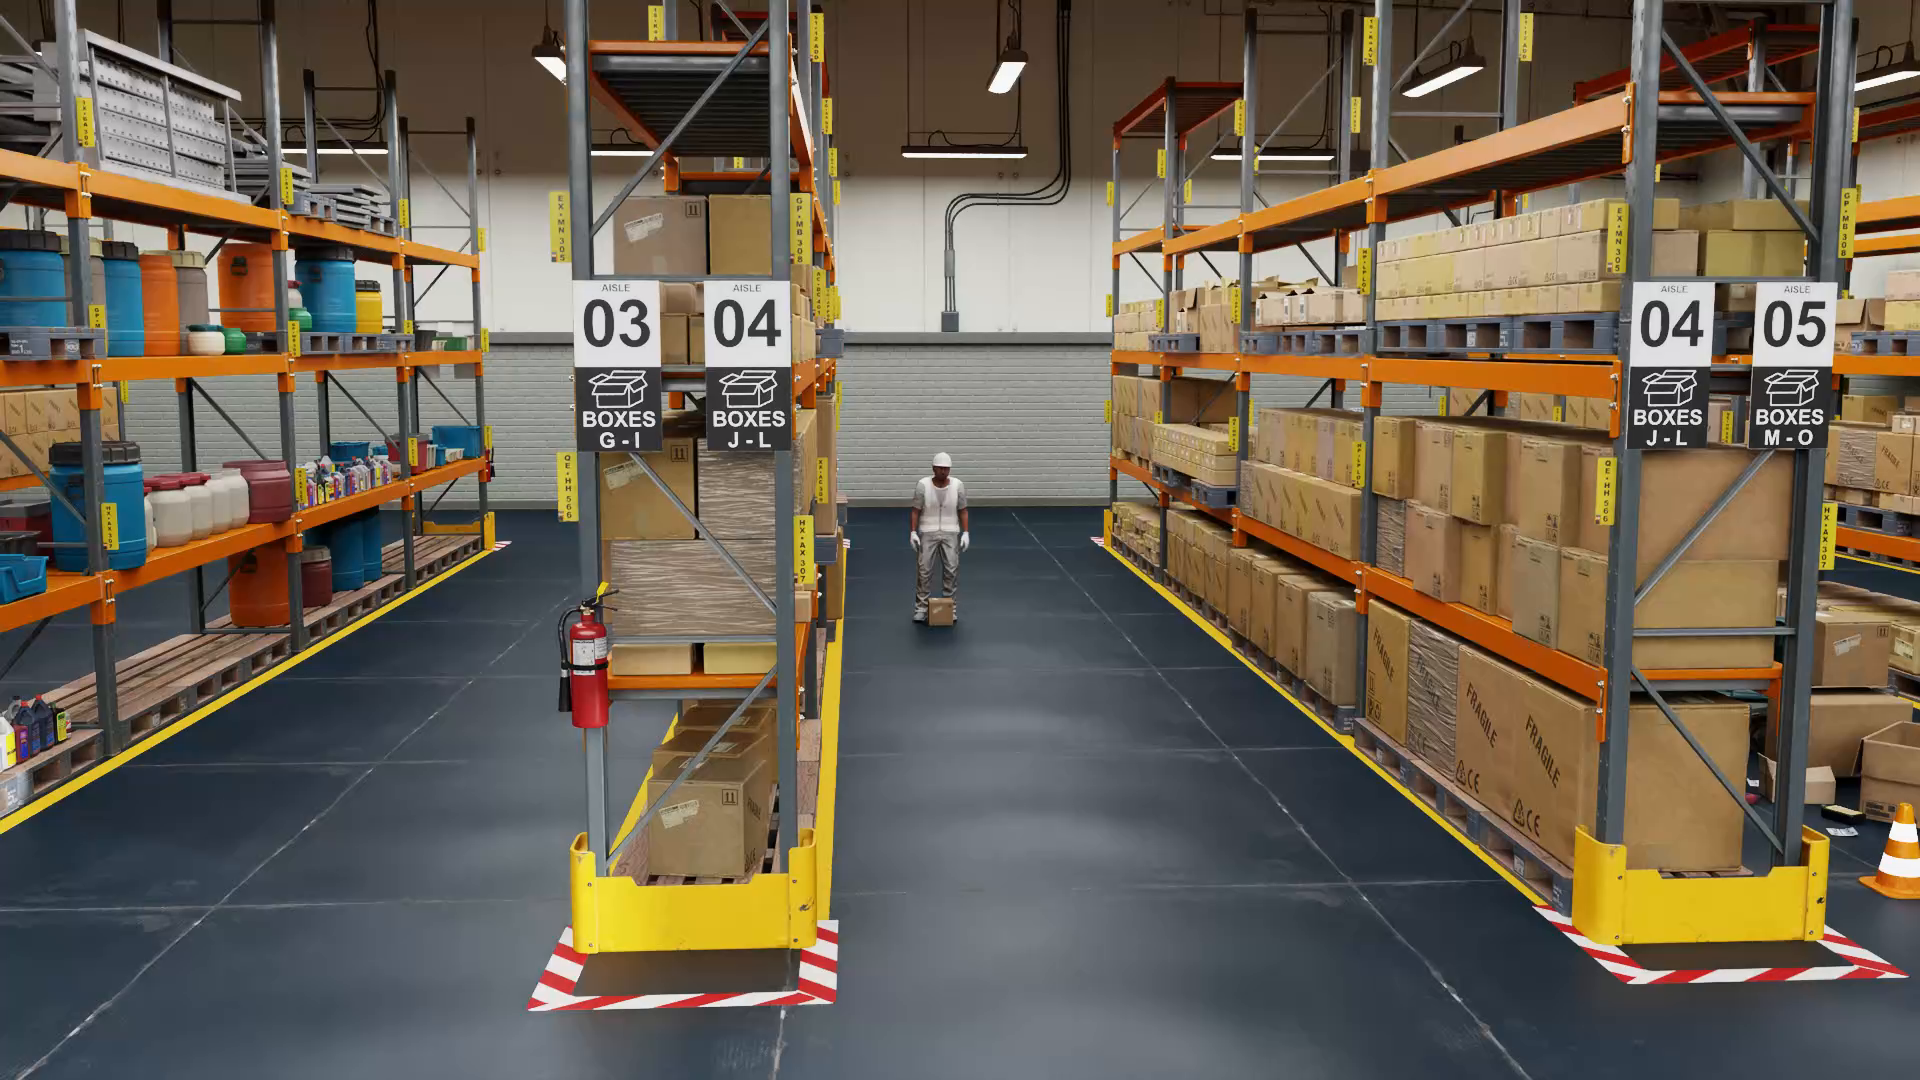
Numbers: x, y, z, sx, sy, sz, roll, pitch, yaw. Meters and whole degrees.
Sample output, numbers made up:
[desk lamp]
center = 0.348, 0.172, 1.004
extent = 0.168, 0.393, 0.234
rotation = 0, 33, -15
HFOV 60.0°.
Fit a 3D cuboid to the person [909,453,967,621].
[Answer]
[person]
center = -0.231, -0.034, 17.487
extent = 0.620, 1.772, 0.454
rotation = -1, 7, -6
